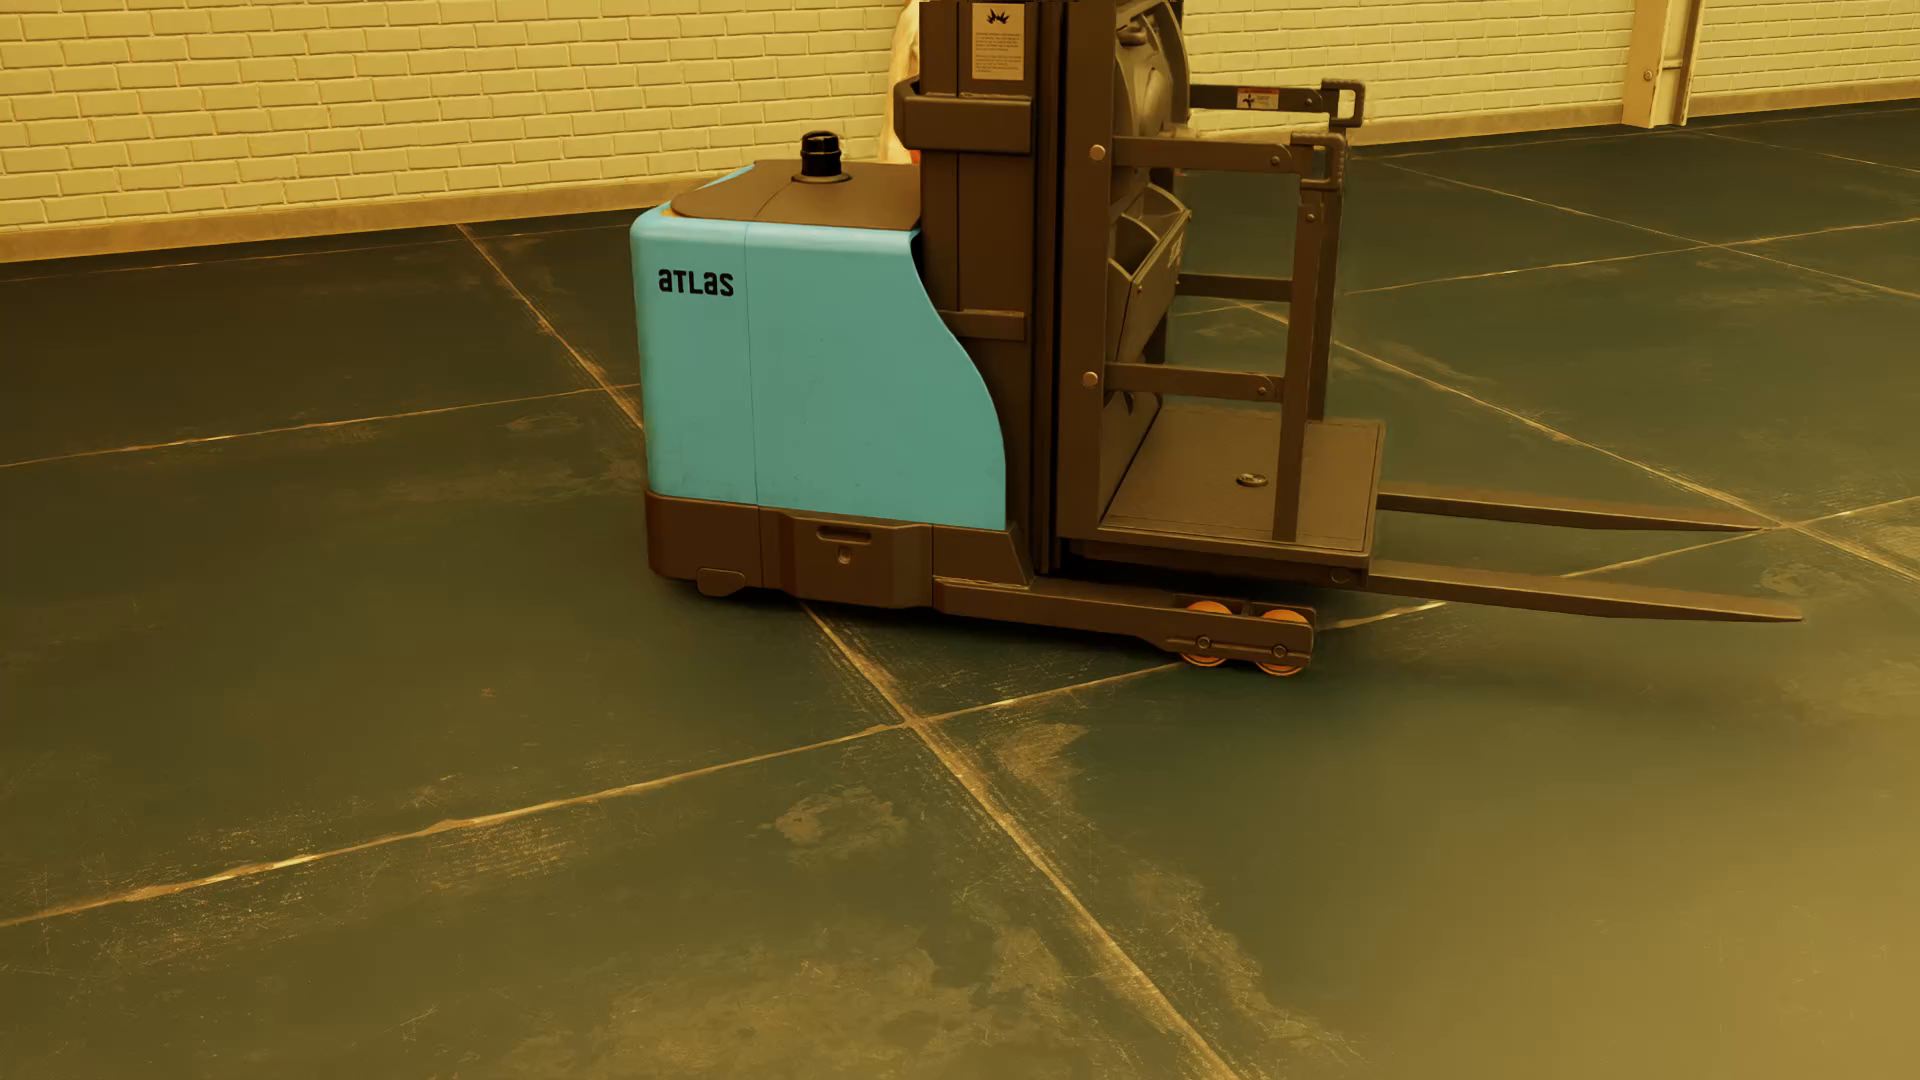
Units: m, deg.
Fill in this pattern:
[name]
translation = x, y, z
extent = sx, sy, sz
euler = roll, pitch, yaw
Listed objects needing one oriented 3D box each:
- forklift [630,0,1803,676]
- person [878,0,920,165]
[forklift]
translation = 0.688, -1.232, 4.252
extent = 3.031, 2.935, 1.130
euler = 6, 23, 14
[person]
translation = -0.063, -1.241, 5.816
extent = 0.433, 1.750, 0.854
euler = -4, 23, -9
